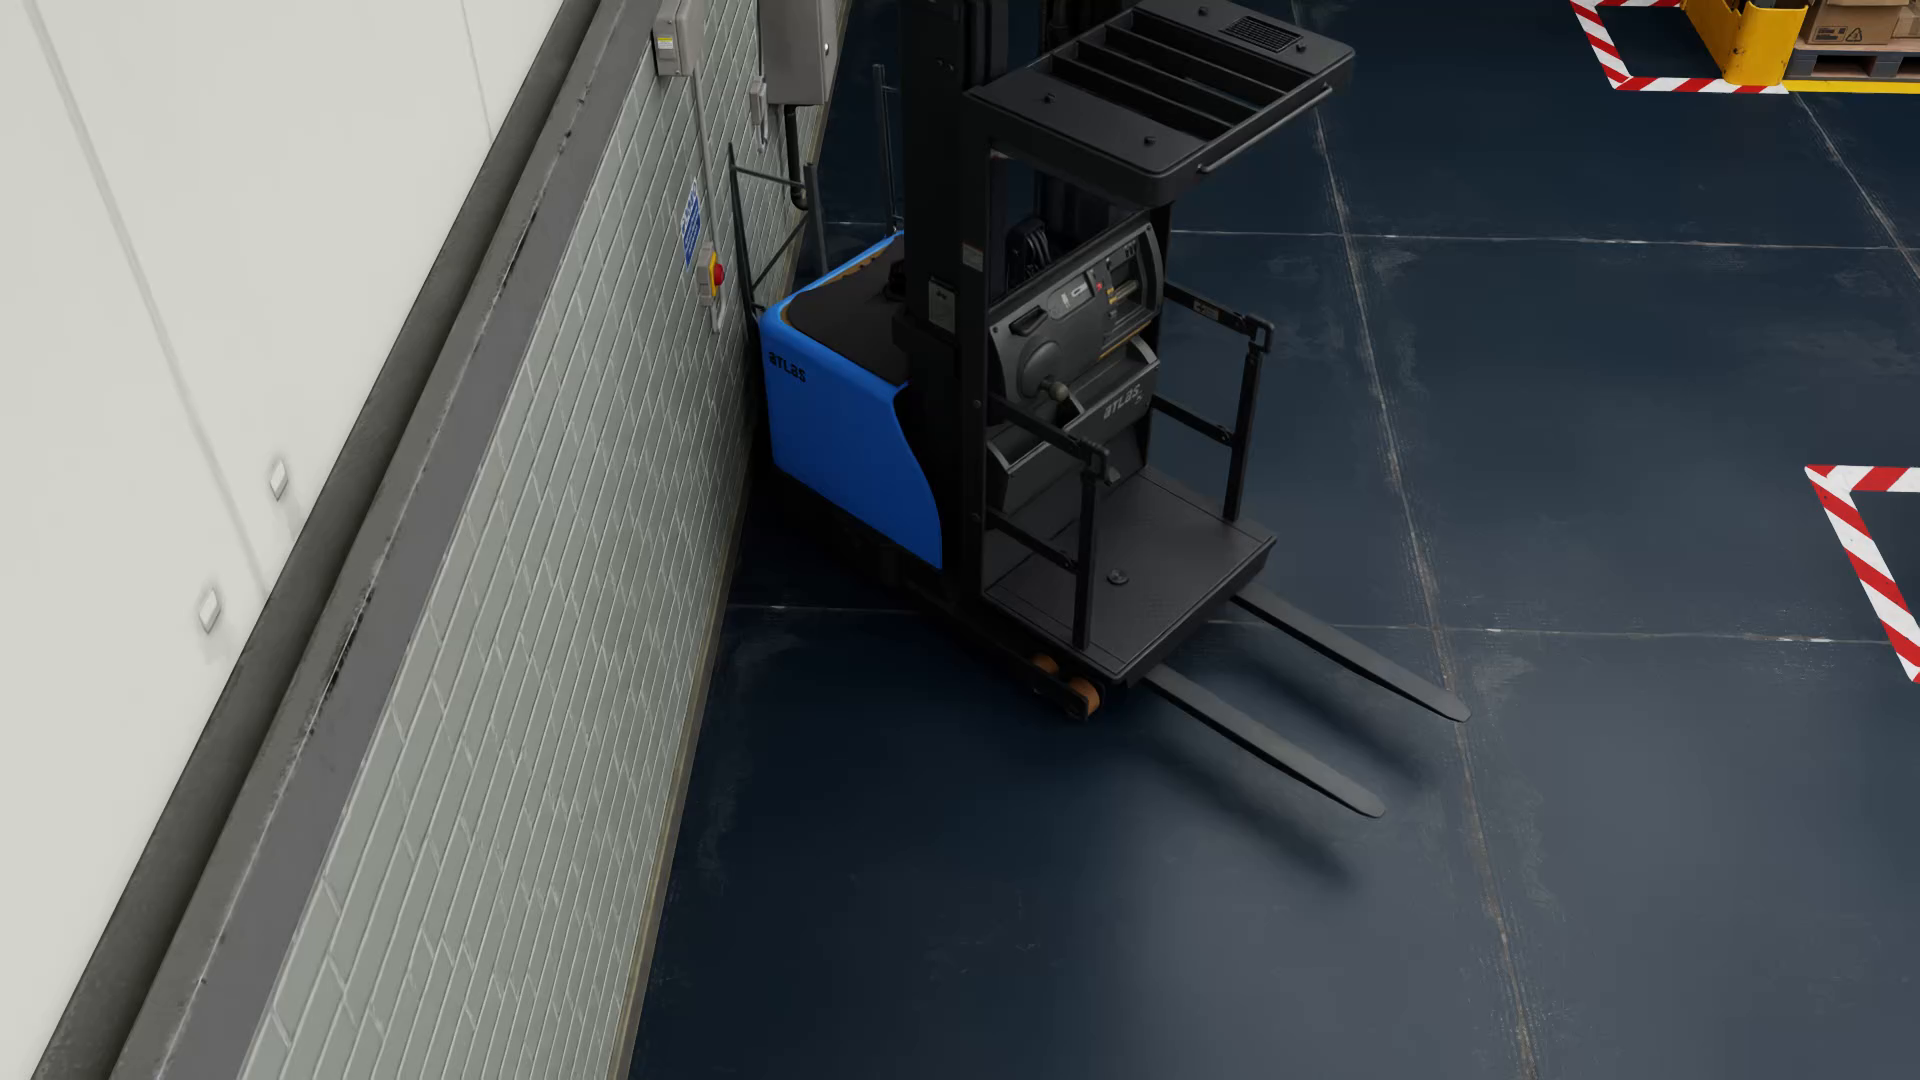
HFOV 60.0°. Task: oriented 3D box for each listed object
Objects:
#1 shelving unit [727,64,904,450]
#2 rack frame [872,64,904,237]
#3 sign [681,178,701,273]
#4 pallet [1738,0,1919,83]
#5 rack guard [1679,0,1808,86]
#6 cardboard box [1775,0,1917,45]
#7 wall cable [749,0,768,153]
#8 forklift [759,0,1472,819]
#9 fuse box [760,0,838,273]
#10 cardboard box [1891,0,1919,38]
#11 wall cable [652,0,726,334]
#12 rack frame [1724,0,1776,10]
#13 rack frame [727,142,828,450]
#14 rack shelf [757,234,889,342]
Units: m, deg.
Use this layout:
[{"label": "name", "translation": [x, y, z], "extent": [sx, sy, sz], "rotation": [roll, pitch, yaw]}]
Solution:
[{"label": "shelving unit", "translation": [-0.448, -1.227, 7.563], "extent": [0.538, 1.500, 1.048], "rotation": [21, 43, 30]}, {"label": "rack frame", "translation": [-0.148, -1.481, 7.885], "extent": [0.500, 1.500, 0.032], "rotation": [21, 43, 30]}, {"label": "sign", "translation": [-1.002, -1.177, 6.201], "extent": [0.001, 0.218, 0.327], "rotation": [2, 43, 2]}, {"label": "pallet", "translation": [5.787, -3.286, 10.708], "extent": [1.213, 0.211, 1.003], "rotation": [2, 43, 2]}, {"label": "rack guard", "translation": [4.991, -3.416, 10.635], "extent": [0.348, 0.500, 1.175], "rotation": [2, 43, 2]}, {"label": "cardboard box", "translation": [5.522, -3.489, 10.404], "extent": [0.637, 0.503, 0.797], "rotation": [0, 43, 0]}, {"label": "wall cable", "translation": [-0.887, -2.447, 7.017], "extent": [0.122, 1.984, 0.588], "rotation": [2, 43, 2]}, {"label": "forklift", "translation": [0.596, -0.774, 6.016], "extent": [3.031, 2.935, 1.130], "rotation": [32, 51, 29]}, {"label": "fuse box", "translation": [-0.699, -2.064, 8.296], "extent": [0.414, 1.711, 0.539], "rotation": [2, 43, 2]}, {"label": "cardboard box", "translation": [5.944, -3.320, 10.482], "extent": [0.250, 0.149, 0.380], "rotation": [0, 43, 0]}, {"label": "wall cable", "translation": [-0.939, -1.493, 5.969], "extent": [0.123, 1.953, 0.585], "rotation": [2, 43, 2]}, {"label": "rack frame", "translation": [4.915, -4.332, 9.785], "extent": [0.127, 3.000, 1.000], "rotation": [2, 43, 2]}, {"label": "rack frame", "translation": [-0.749, -0.974, 7.241], "extent": [0.500, 1.500, 0.032], "rotation": [21, 43, 30]}, {"label": "rack shelf", "translation": [-0.439, -1.082, 7.668], "extent": [0.538, 0.185, 1.000], "rotation": [21, 43, 30]}]
